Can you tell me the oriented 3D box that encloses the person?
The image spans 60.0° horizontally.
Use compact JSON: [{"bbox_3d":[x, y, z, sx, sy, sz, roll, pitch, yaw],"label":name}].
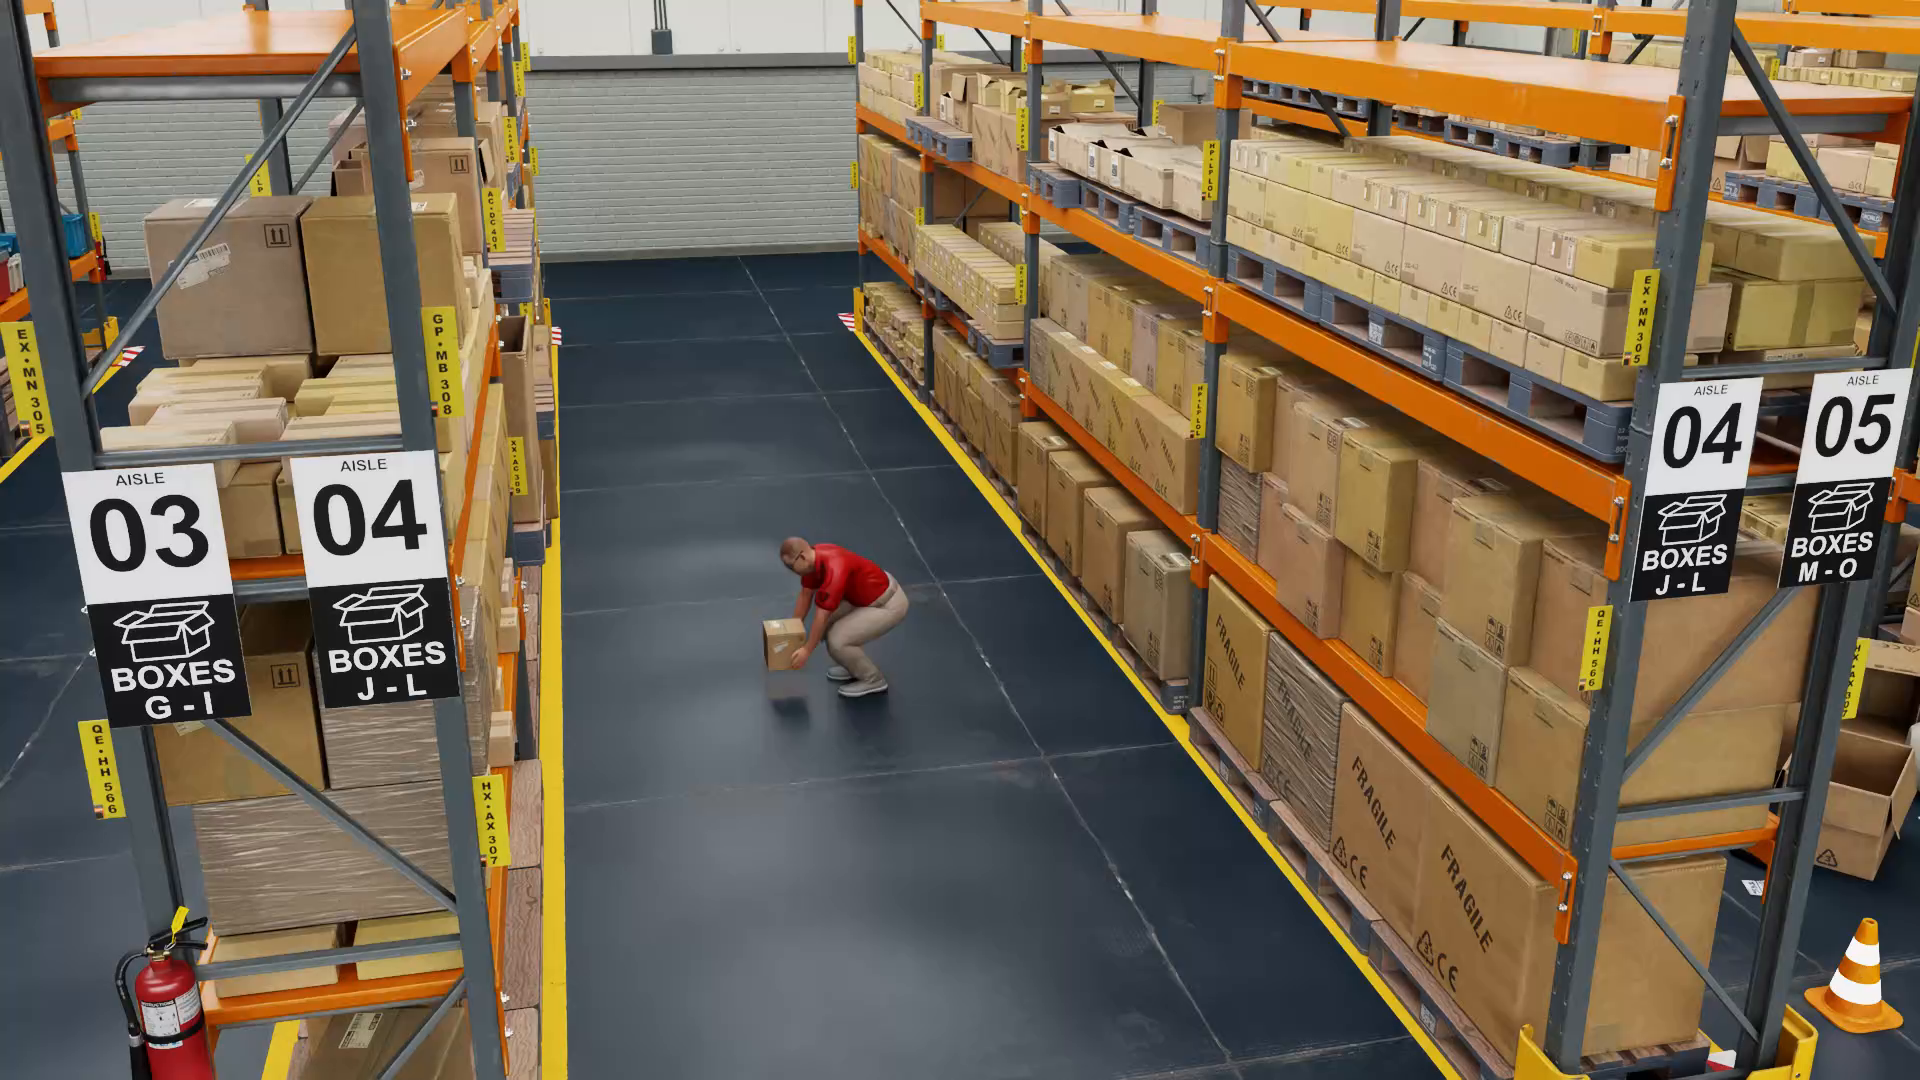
[{"bbox_3d":[-0.751,0.461,10.764,0.844,1.085,0.568,-5,20,-13],"label":"person"}]
